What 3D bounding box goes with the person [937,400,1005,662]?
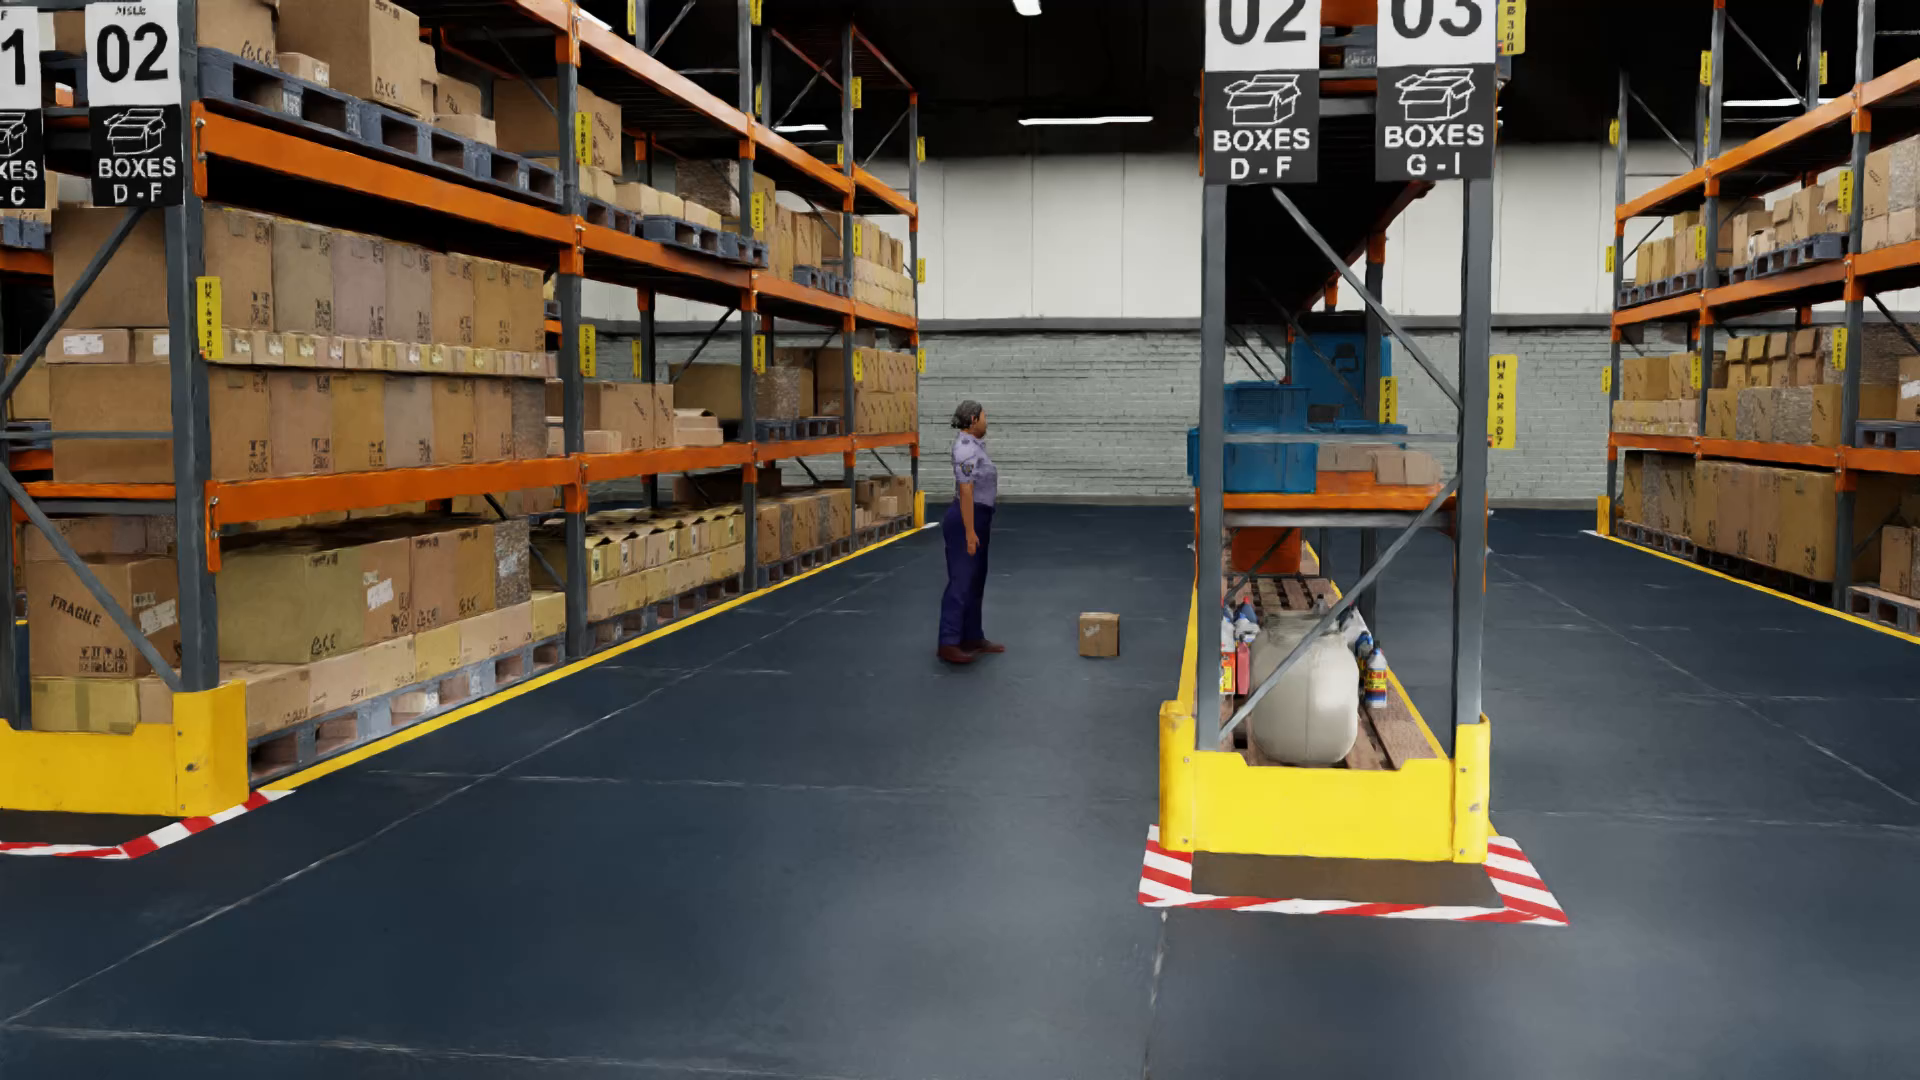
[{"bbox_3d":[0.072,-0.073,10.716,0.433,1.655,0.626,0,5,2],"label":"person"}]
